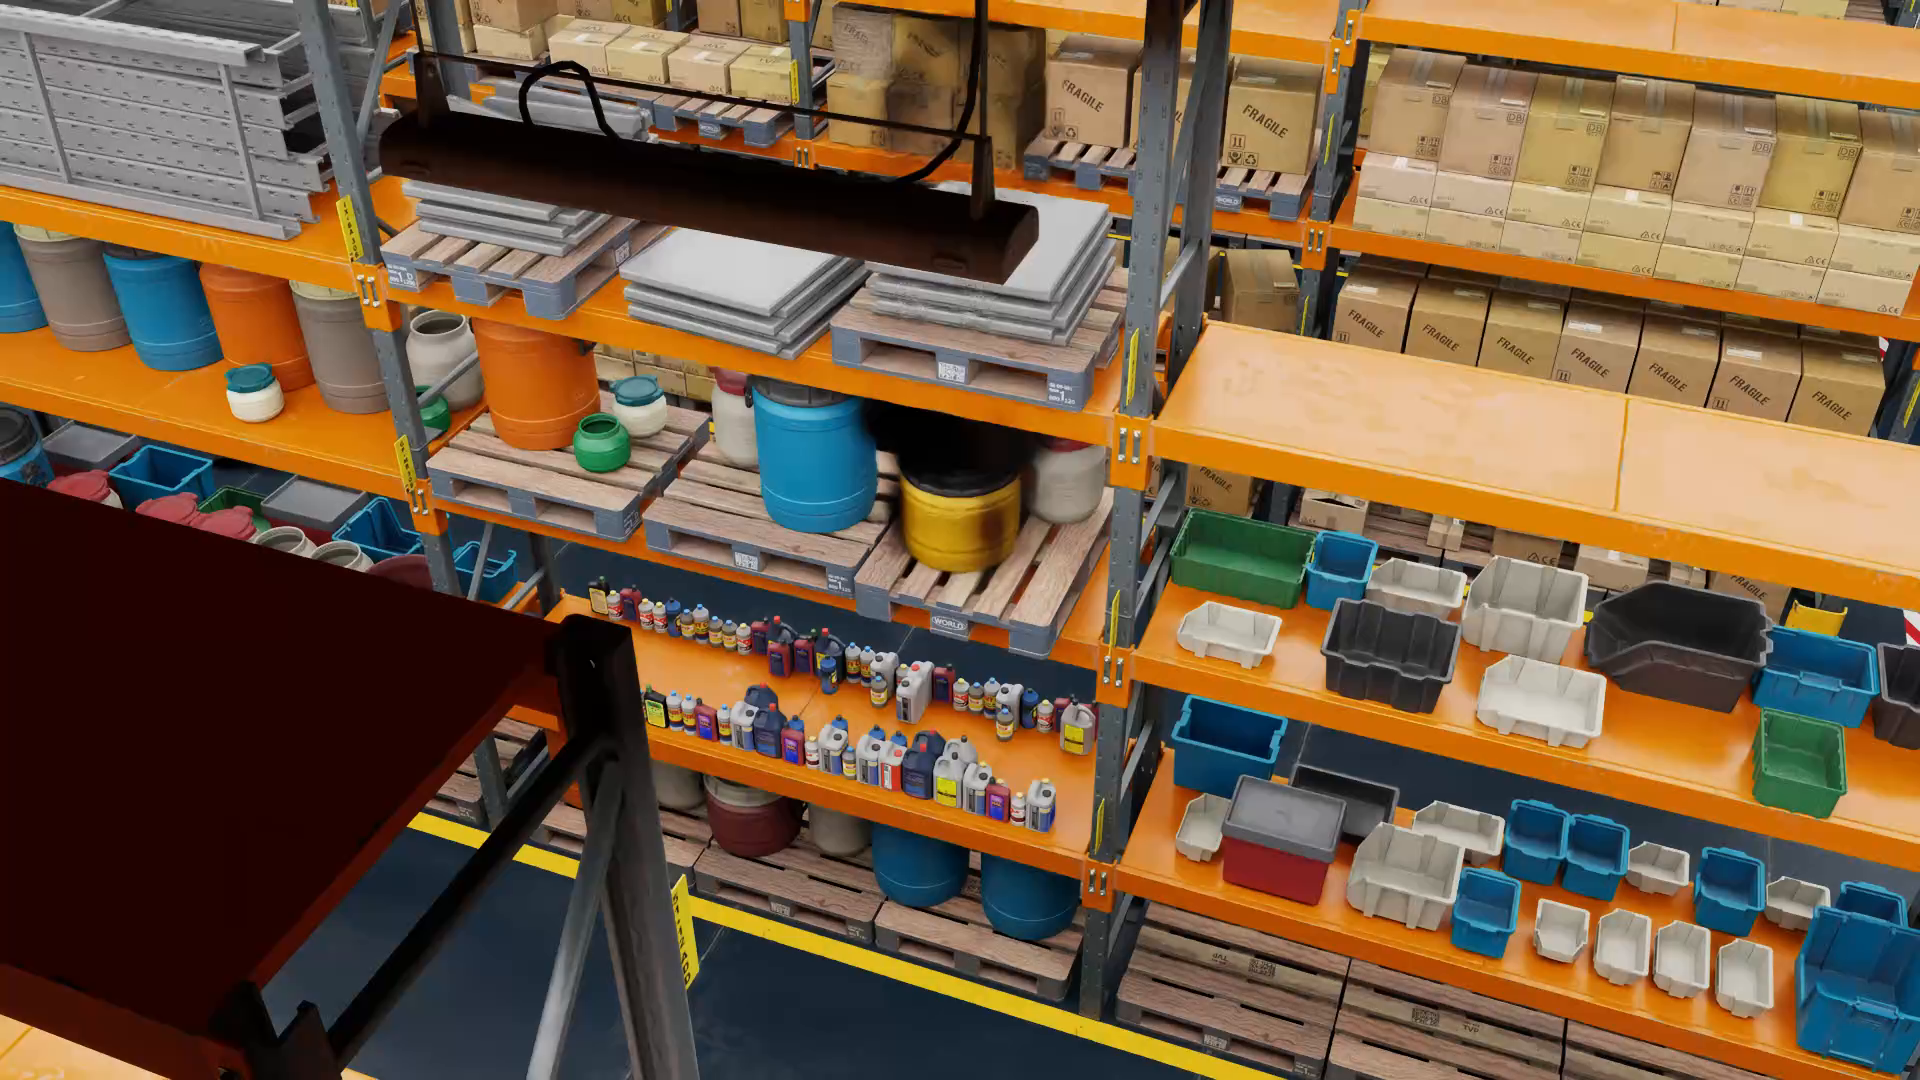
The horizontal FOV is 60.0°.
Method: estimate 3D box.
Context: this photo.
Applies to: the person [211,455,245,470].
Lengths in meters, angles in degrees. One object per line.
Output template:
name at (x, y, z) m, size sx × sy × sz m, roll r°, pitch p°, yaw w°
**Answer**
person at (-6.395, -1.361, 13.810) m, size 0.583 × 1.686 × 0.646 m, roll -3°, pitch 37°, yaw -3°
